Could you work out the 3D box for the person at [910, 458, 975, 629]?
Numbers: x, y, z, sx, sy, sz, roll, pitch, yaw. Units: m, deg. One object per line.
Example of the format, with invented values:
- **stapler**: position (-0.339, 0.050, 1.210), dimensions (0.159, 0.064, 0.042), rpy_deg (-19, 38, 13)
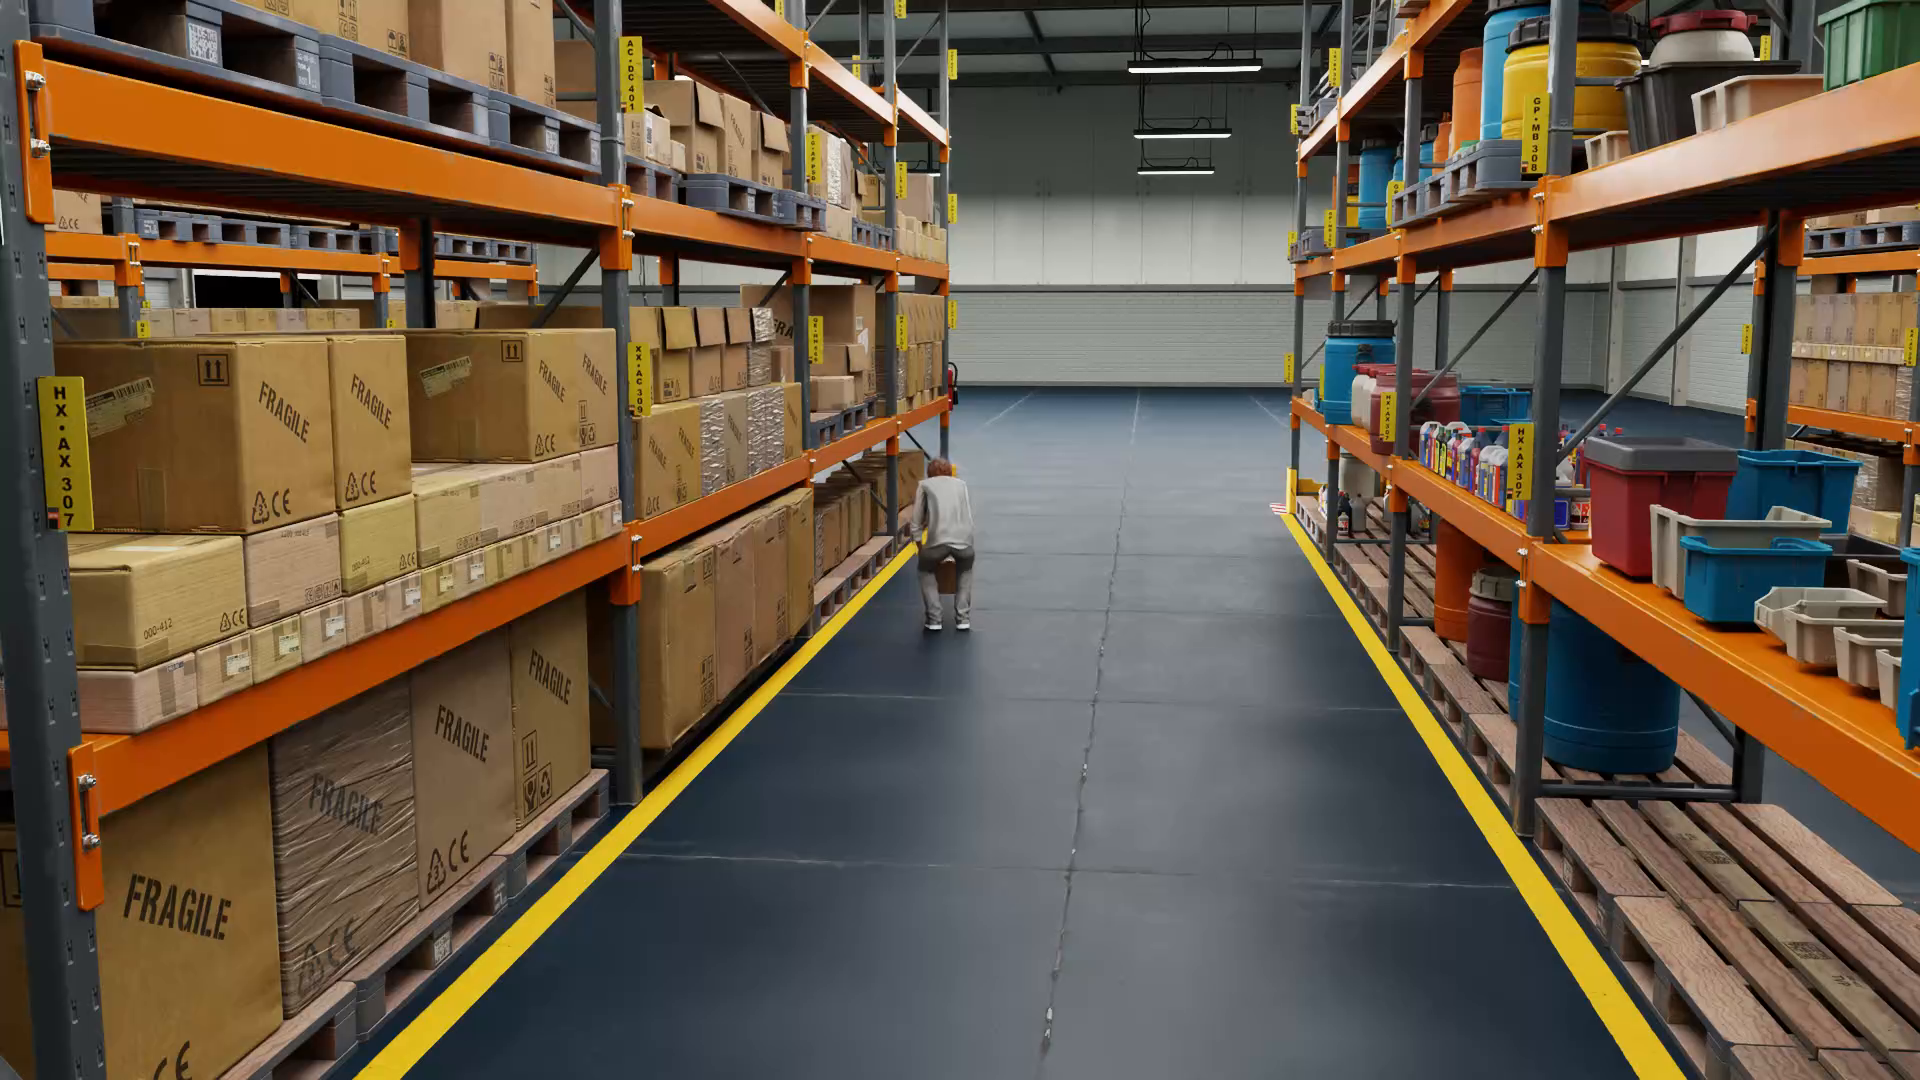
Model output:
- **person**: position (-0.126, 0.042, 12.010), dimensions (0.462, 1.203, 0.698), rpy_deg (-1, 8, -5)
